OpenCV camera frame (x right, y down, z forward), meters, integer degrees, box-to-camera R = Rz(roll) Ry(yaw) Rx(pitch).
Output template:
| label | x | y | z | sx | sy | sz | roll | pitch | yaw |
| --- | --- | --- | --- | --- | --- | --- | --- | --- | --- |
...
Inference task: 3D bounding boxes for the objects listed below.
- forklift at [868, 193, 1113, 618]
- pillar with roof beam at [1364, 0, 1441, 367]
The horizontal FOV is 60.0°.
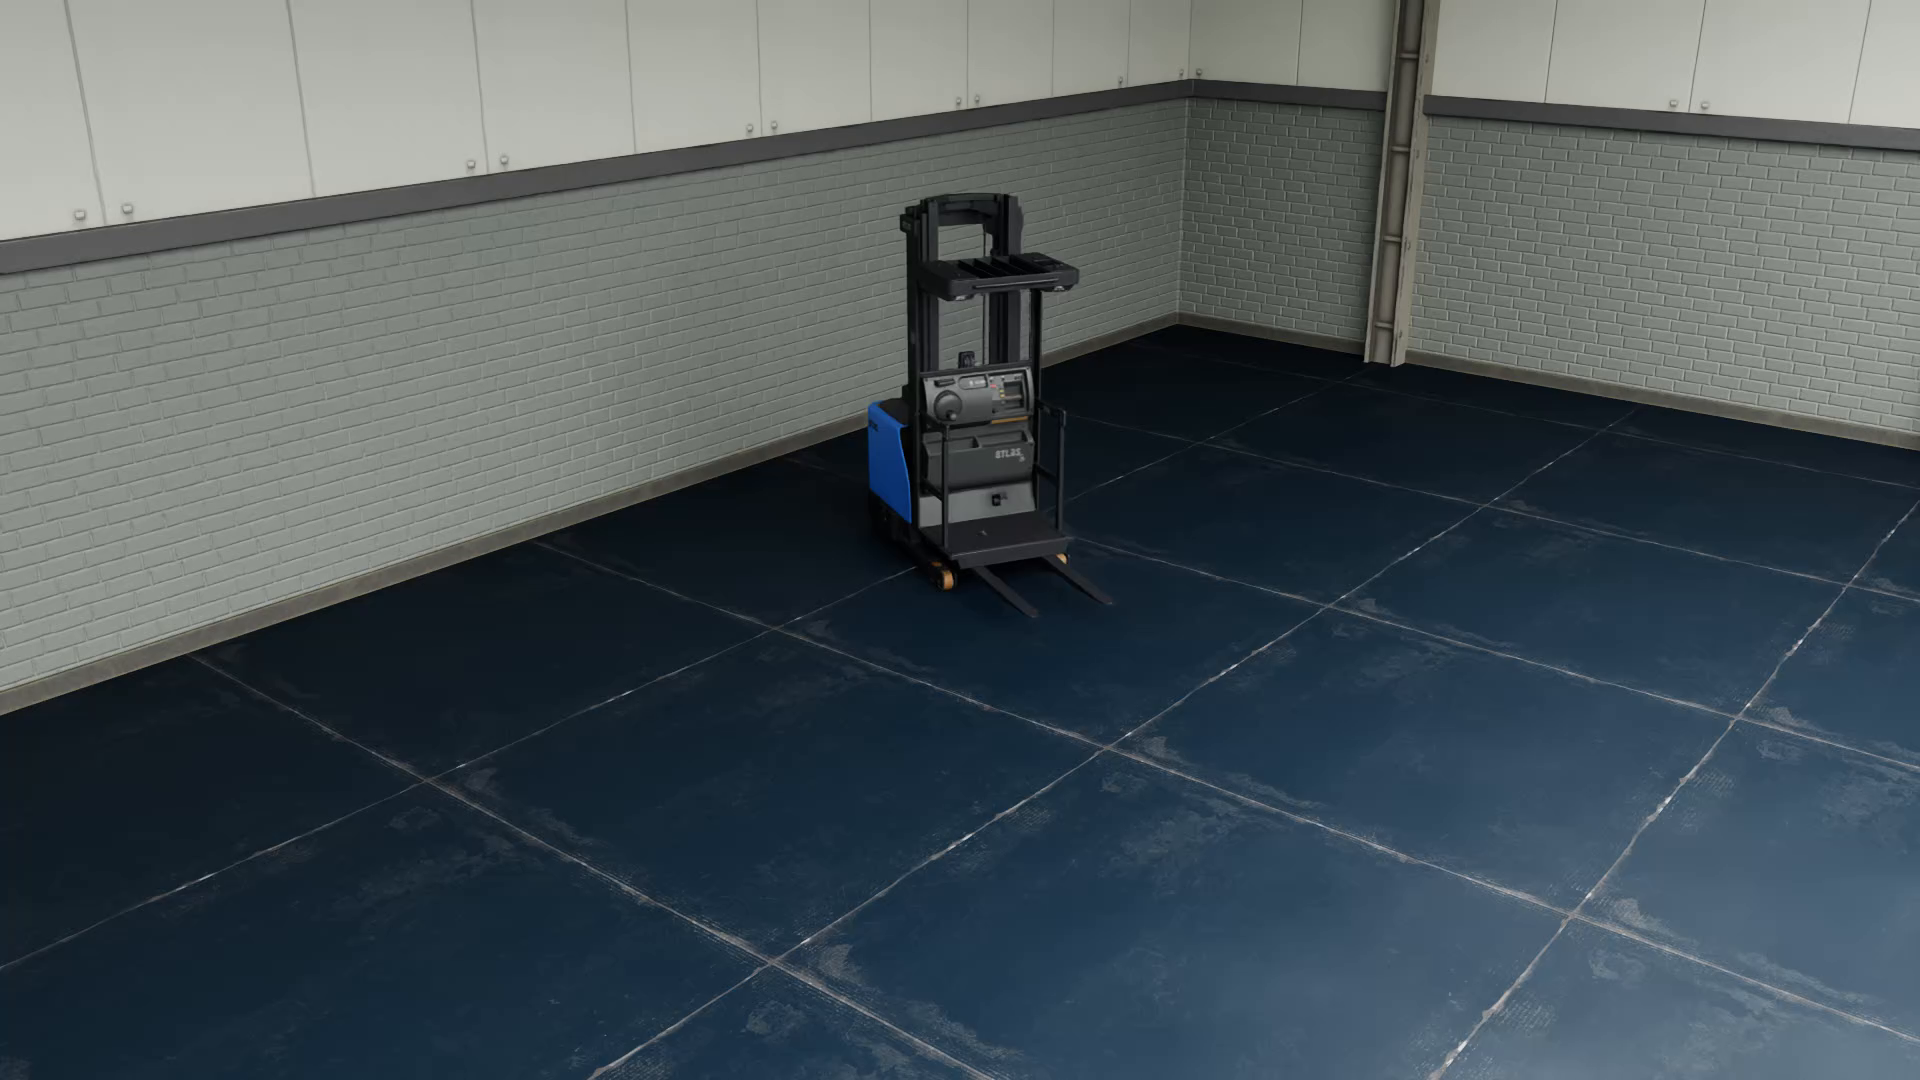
| label | x | y | z | sx | sy | sz | roll | pitch | yaw |
| --- | --- | --- | --- | --- | --- | --- | --- | --- | --- |
| forklift | 0.235 | -1.141 | 13.042 | 1.130 | 2.935 | 3.031 | -9 | 22 | -21 |
| pillar with roof beam | 2.331 | -5.154 | 15.085 | 0.400 | 9.000 | 9.100 | 16 | 26 | 36 |
